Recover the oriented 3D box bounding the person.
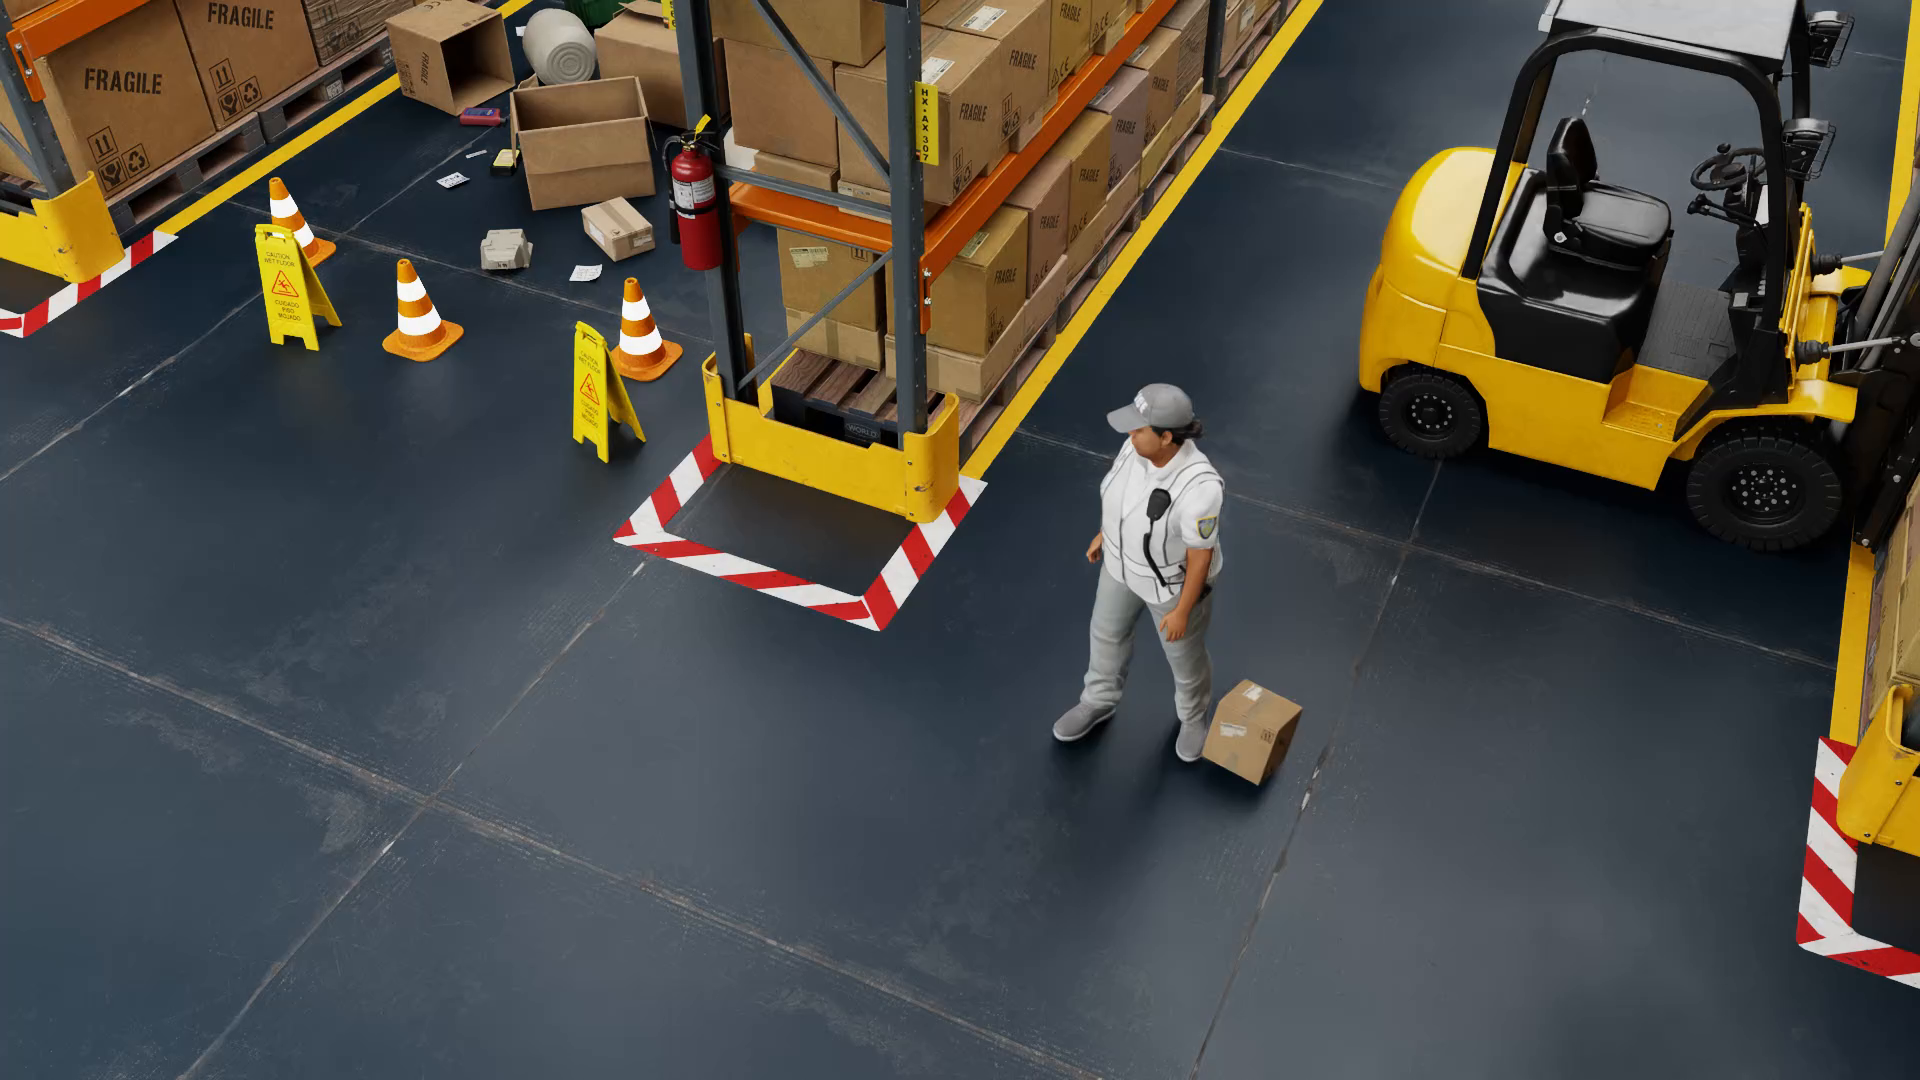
[{"bbox_3d":[0.675,0.126,5.990,0.563,1.656,0.587,-29,50,-28],"label":"person"}]
